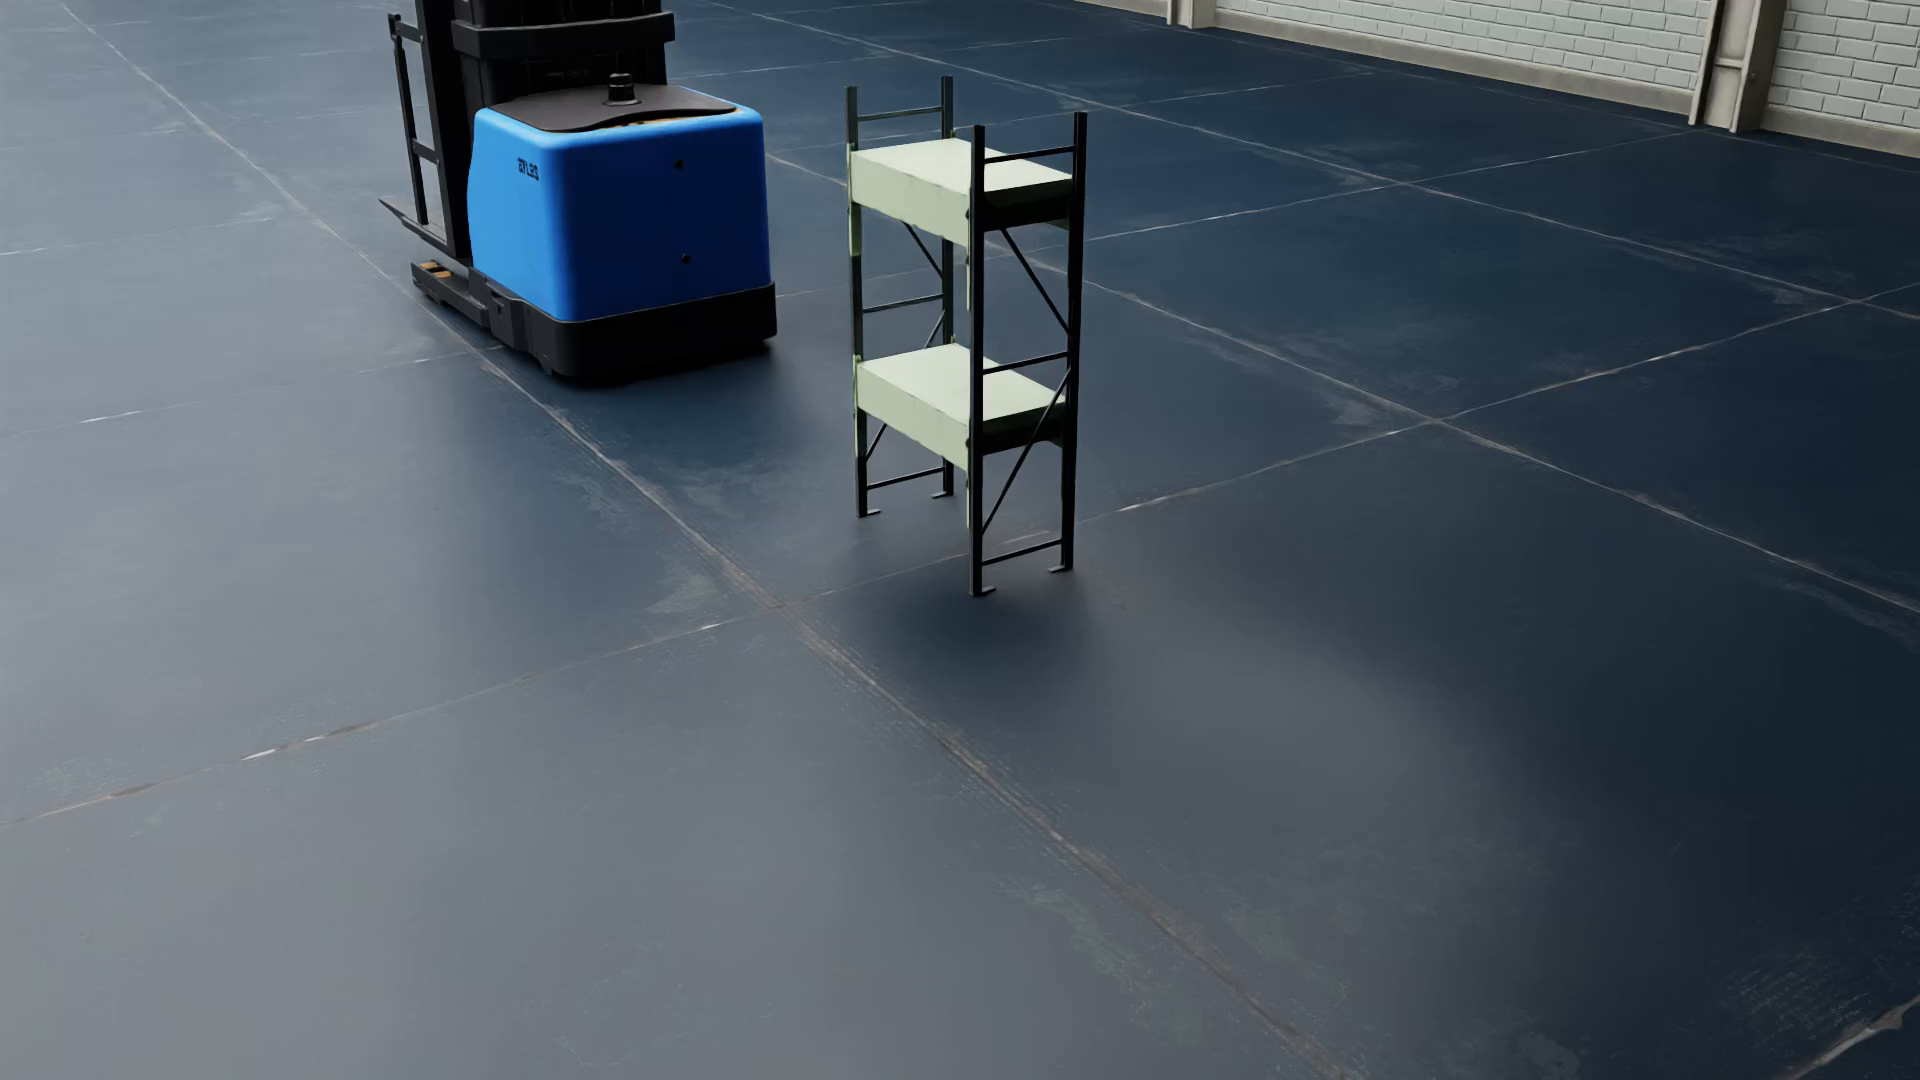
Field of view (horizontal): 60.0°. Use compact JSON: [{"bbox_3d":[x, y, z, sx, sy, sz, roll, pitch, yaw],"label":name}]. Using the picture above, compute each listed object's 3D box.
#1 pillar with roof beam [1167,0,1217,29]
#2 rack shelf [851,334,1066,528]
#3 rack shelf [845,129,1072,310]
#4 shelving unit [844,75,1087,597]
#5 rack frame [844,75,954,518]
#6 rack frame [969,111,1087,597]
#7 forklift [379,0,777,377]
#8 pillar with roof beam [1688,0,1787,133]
[{"bbox_3d":[-1.286,-8.245,12.675,9.100,9.000,0.400,-16,29,-30],"label":"pillar with roof beam"},{"bbox_3d":[0.004,-0.381,5.564,0.431,0.370,0.720,-16,29,-30],"label":"rack shelf"},{"bbox_3d":[0.004,-1.029,5.258,0.431,0.370,0.720,-16,29,-30],"label":"rack shelf"},{"bbox_3d":[0.004,-0.676,5.425,0.431,1.500,0.755,-16,29,-30],"label":"shelving unit"},{"bbox_3d":[-0.196,-0.807,5.702,0.400,1.500,0.023,-16,29,-30],"label":"rack frame"},{"bbox_3d":[0.203,-0.545,5.147,0.400,1.500,0.023,-16,29,-30],"label":"rack frame"},{"bbox_3d":[-2.094,-2.591,7.806,1.130,2.935,3.031,-17,30,-31],"label":"forklift"},{"bbox_3d":[1.990,-6.099,8.129,9.100,9.000,0.400,-16,29,-30],"label":"pillar with roof beam"}]
